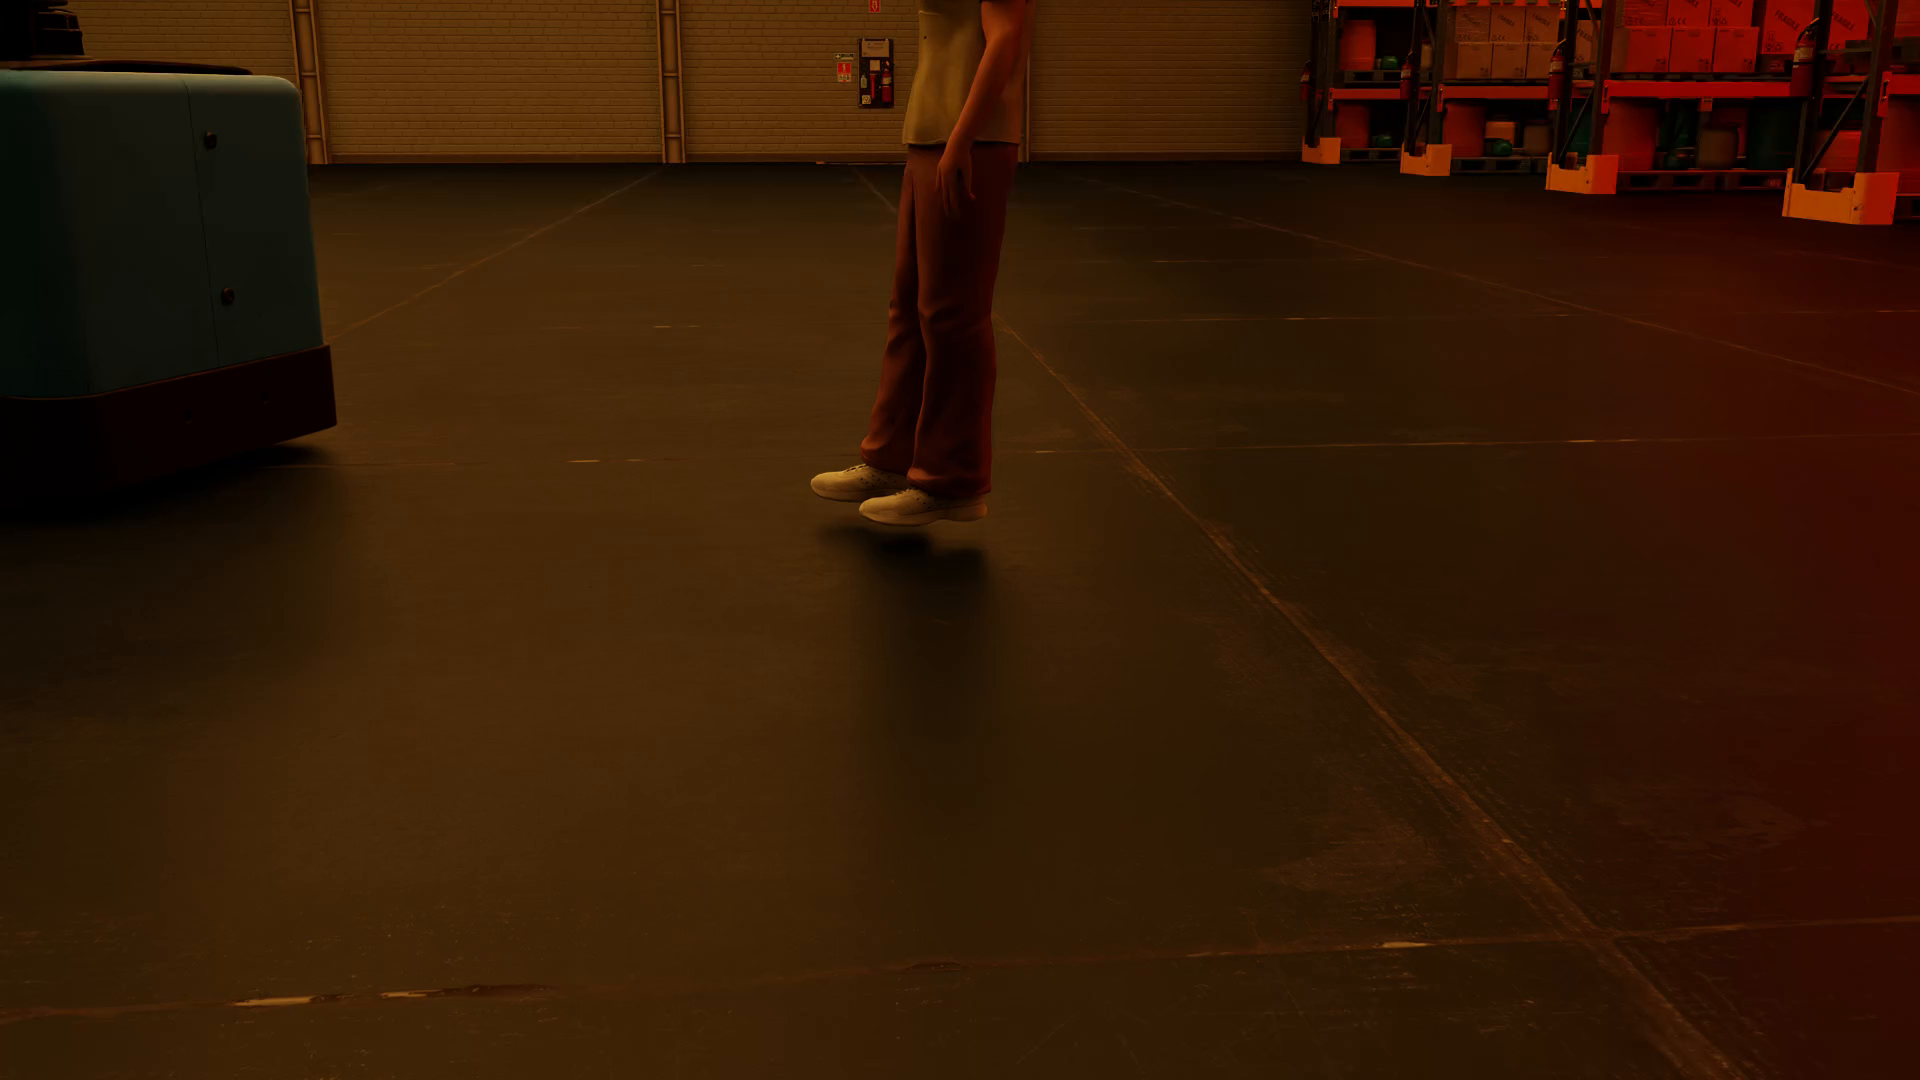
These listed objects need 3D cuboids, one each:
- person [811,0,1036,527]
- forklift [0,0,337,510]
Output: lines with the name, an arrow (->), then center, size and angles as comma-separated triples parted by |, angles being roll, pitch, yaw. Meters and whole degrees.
person -> -0.074, -0.858, 3.715 | 0.548, 1.675, 0.552 | -1, 15, -5
forklift -> -3.432, -1.684, 4.576 | 3.031, 2.935, 1.130 | 4, 15, 16
